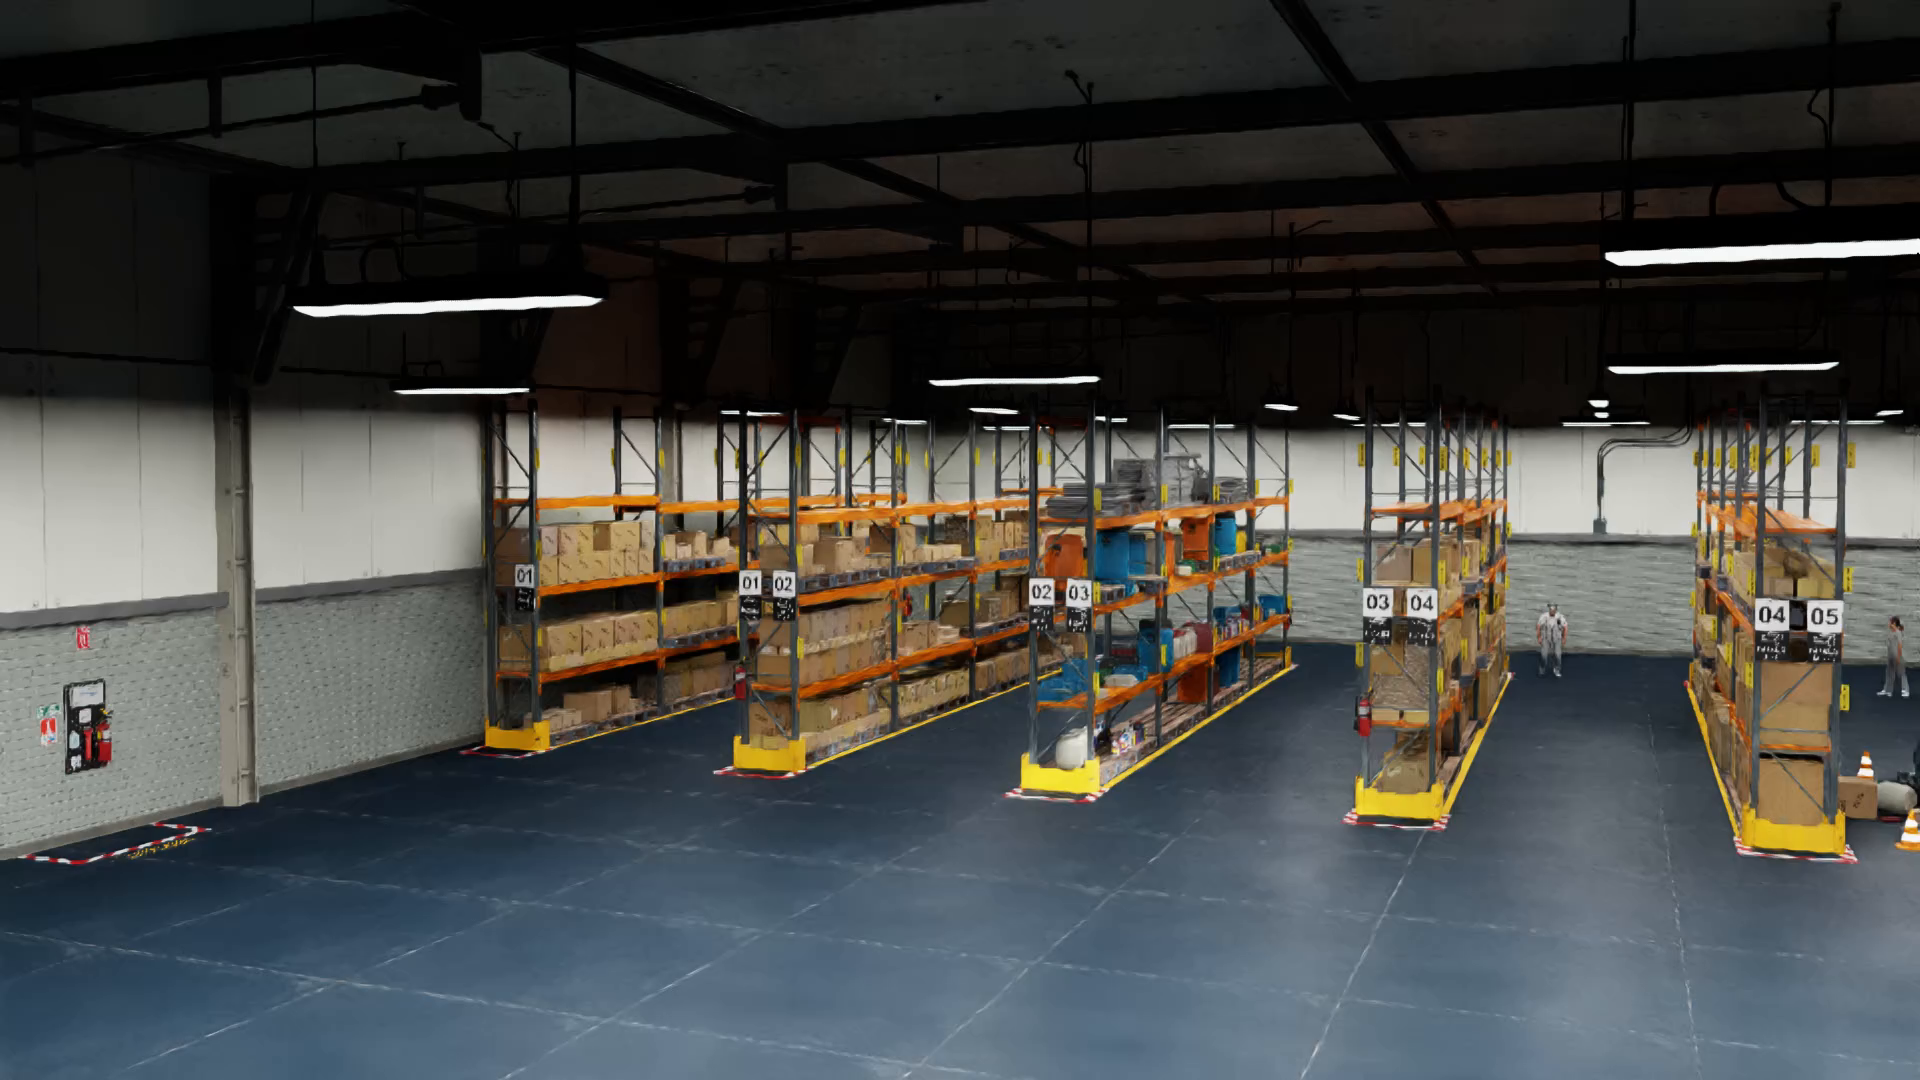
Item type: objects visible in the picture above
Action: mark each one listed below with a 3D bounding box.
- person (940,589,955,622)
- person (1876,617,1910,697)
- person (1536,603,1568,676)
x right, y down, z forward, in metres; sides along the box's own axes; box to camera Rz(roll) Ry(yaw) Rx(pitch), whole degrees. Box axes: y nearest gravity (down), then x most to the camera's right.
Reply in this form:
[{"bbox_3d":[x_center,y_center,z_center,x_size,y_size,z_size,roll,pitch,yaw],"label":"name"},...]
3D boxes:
[{"bbox_3d":[-0.254,2.080,41.815,0.579,1.688,1.108,1,3,23],"label":"person"},{"bbox_3d":[19.630,2.447,34.874,0.533,1.672,0.567,0,3,7],"label":"person"},{"bbox_3d":[13.561,2.273,38.120,0.682,1.711,0.536,1,3,19],"label":"person"}]
